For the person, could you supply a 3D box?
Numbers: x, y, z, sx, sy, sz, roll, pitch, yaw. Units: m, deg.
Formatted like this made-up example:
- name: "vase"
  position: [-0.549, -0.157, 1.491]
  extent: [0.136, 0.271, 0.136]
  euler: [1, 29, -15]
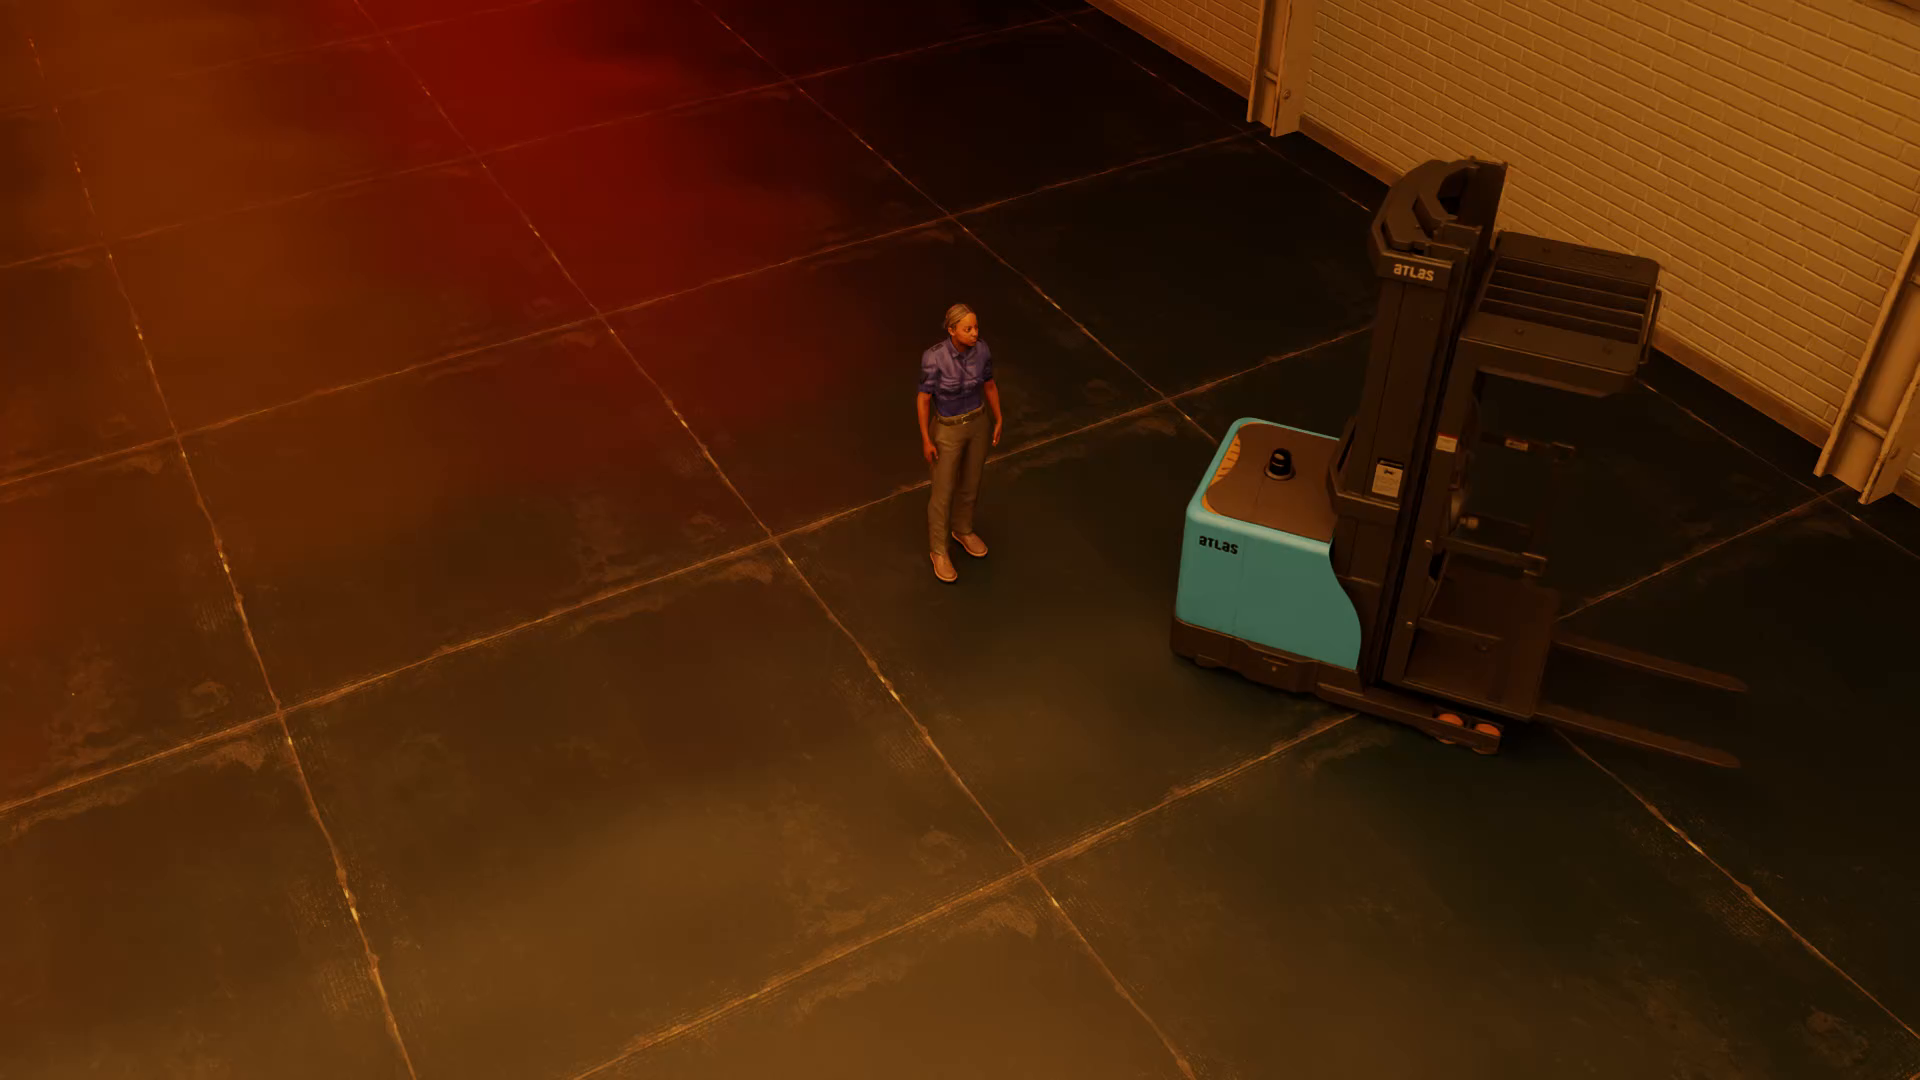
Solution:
- name: "person"
  position: [0.027, -0.588, 9.733]
  extent: [0.570, 1.656, 0.503]
  euler: [-20, 44, -23]

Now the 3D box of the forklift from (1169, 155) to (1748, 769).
- name: "forklift"
  position: [2.760, -0.365, 8.476]
  extent: [3.031, 2.935, 1.130]
  euler: [16, 42, 18]
